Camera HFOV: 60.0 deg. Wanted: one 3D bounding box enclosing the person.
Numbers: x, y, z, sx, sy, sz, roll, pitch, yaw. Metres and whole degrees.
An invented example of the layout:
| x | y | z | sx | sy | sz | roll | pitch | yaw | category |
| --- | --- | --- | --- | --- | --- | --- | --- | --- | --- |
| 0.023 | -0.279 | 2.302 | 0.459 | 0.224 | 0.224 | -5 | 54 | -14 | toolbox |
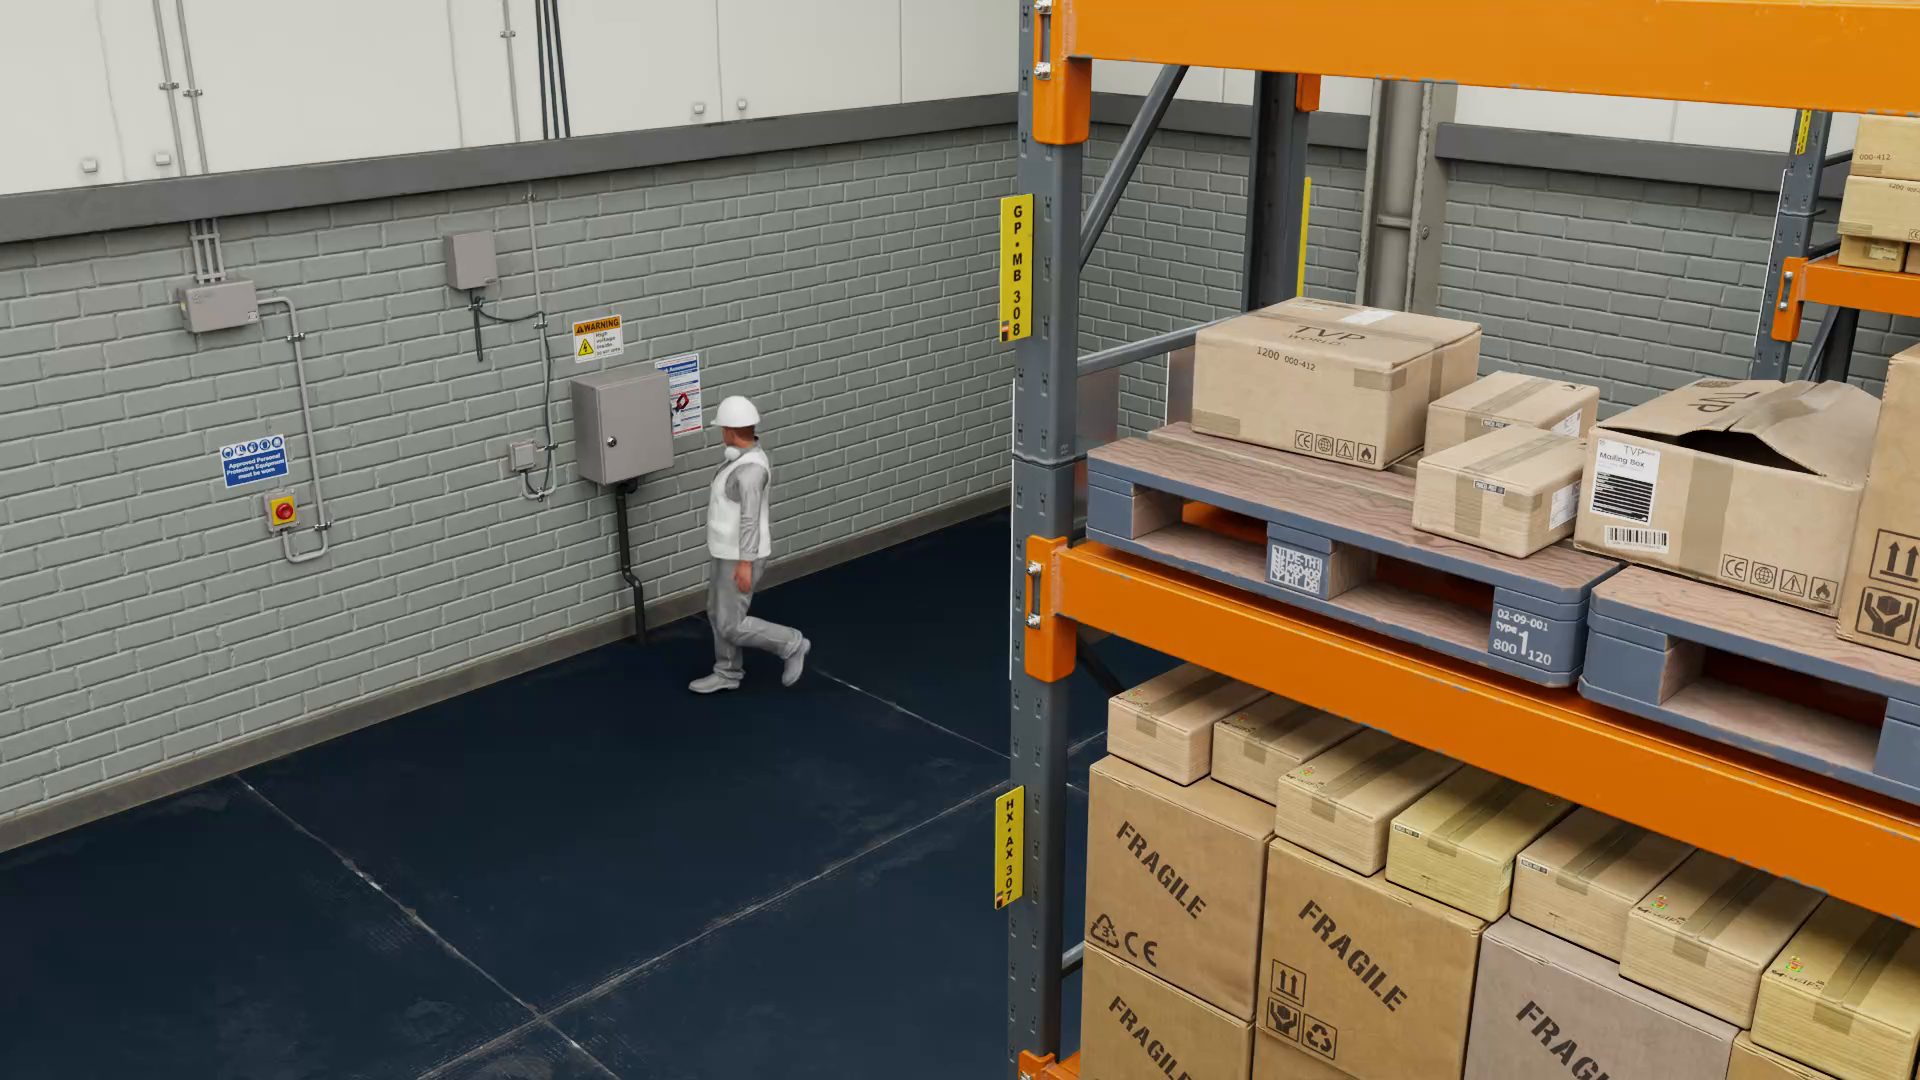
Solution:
| x | y | z | sx | sy | sz | roll | pitch | yaw | category |
| --- | --- | --- | --- | --- | --- | --- | --- | --- | --- |
| -1.220 | 0.052 | 9.371 | 0.698 | 1.759 | 0.550 | -5 | 21 | -12 | person |
